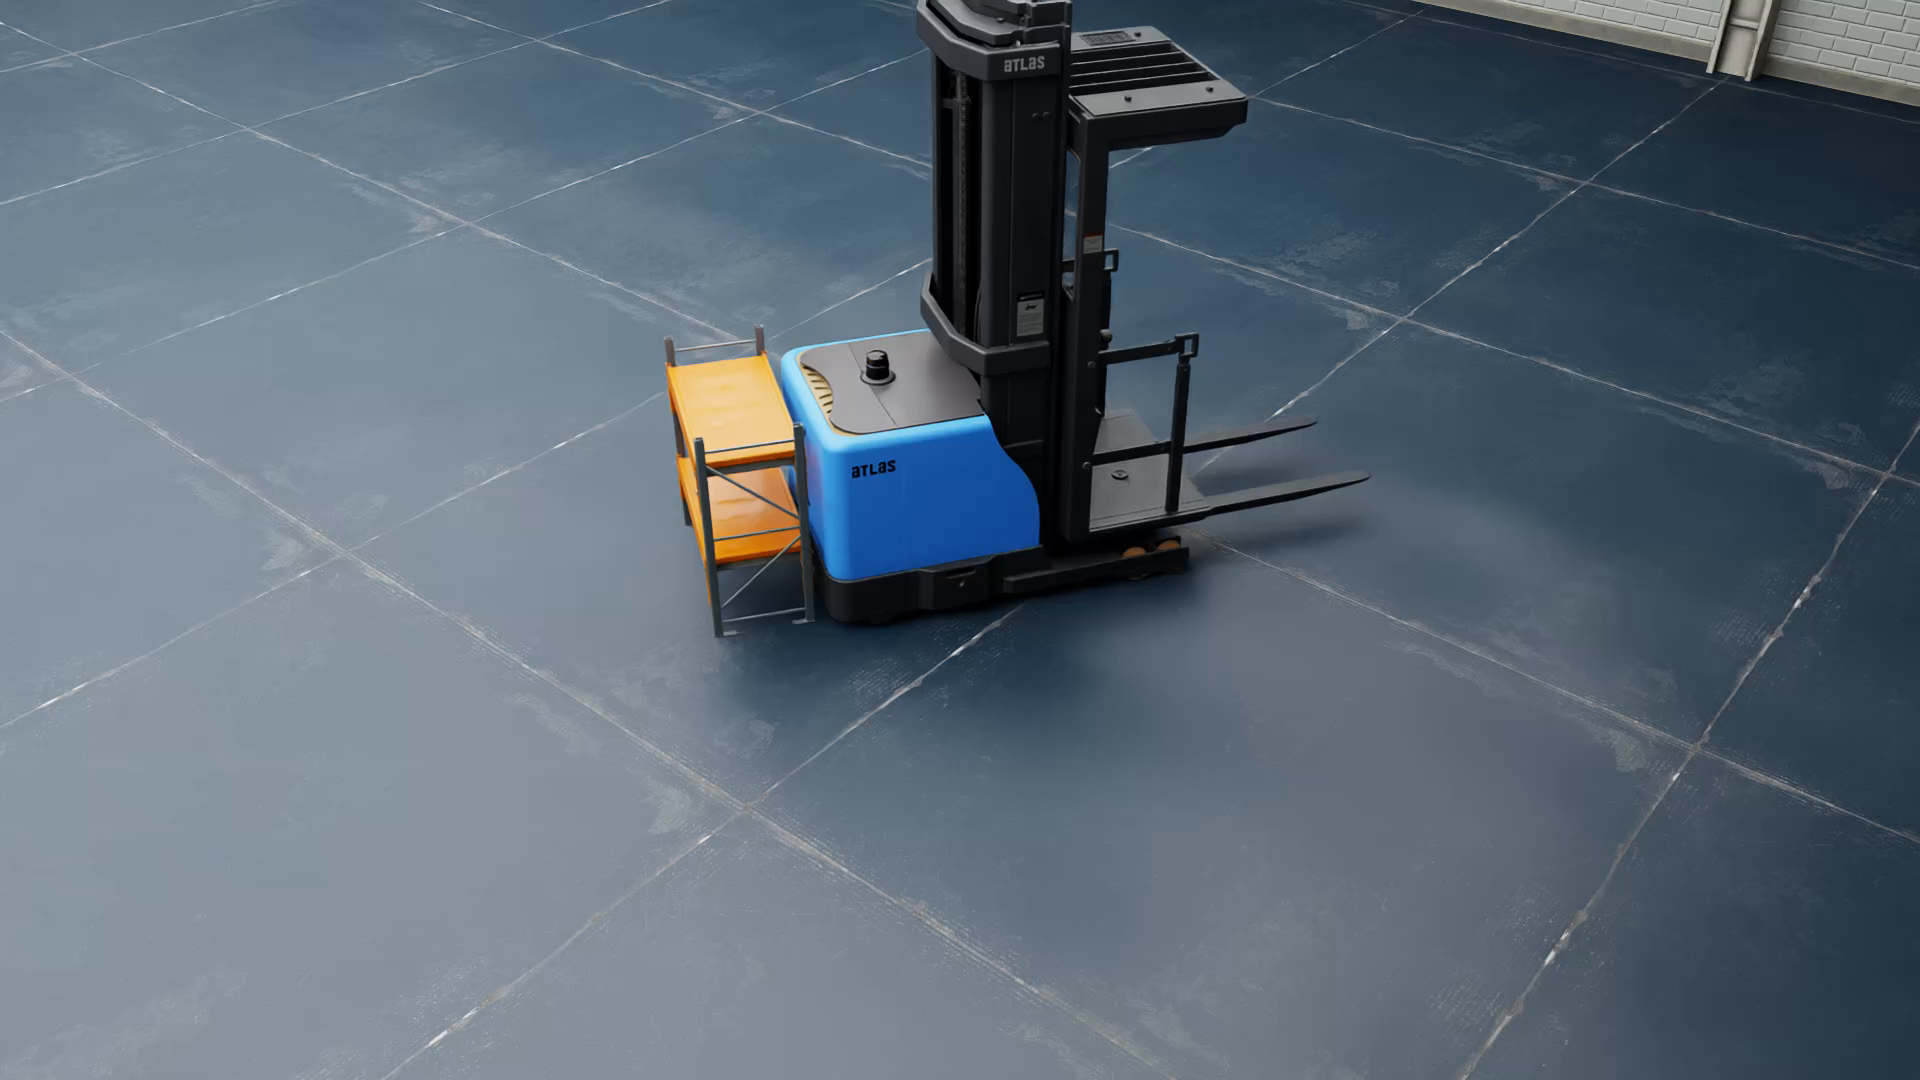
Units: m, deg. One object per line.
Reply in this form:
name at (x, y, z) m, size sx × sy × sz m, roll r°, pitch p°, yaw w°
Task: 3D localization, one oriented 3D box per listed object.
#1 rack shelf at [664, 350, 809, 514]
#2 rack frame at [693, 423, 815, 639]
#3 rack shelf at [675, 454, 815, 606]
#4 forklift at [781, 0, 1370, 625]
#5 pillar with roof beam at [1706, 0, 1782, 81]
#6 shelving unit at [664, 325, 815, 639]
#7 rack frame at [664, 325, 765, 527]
rack shelf at (-1.100, -0.547, 8.118) m, size 0.538 × 0.278 × 1.000 m, roll -9°, pitch 36°, yaw -13°
rack frame at (-0.961, -0.029, 7.880) m, size 0.500 × 1.125 × 0.032 m, roll -9°, pitch 36°, yaw -13°
rack shelf at (-1.100, -0.104, 8.422) m, size 0.538 × 0.278 × 1.000 m, roll -9°, pitch 36°, yaw -13°
forklift at (0.665, -1.279, 8.105) m, size 3.031 × 2.935 × 1.130 m, roll -10°, pitch 36°, yaw -15°
pillar with roof beam at (4.209, -6.044, 9.684) m, size 0.400 × 9.000 × 9.100 m, roll 25°, pitch 42°, yaw 32°
shelving unit at (-1.100, -0.306, 8.283) m, size 0.538 × 1.125 × 1.048 m, roll -9°, pitch 36°, yaw -13°
rack frame at (-1.239, -0.582, 8.686) m, size 0.500 × 1.125 × 0.032 m, roll -9°, pitch 36°, yaw -13°
